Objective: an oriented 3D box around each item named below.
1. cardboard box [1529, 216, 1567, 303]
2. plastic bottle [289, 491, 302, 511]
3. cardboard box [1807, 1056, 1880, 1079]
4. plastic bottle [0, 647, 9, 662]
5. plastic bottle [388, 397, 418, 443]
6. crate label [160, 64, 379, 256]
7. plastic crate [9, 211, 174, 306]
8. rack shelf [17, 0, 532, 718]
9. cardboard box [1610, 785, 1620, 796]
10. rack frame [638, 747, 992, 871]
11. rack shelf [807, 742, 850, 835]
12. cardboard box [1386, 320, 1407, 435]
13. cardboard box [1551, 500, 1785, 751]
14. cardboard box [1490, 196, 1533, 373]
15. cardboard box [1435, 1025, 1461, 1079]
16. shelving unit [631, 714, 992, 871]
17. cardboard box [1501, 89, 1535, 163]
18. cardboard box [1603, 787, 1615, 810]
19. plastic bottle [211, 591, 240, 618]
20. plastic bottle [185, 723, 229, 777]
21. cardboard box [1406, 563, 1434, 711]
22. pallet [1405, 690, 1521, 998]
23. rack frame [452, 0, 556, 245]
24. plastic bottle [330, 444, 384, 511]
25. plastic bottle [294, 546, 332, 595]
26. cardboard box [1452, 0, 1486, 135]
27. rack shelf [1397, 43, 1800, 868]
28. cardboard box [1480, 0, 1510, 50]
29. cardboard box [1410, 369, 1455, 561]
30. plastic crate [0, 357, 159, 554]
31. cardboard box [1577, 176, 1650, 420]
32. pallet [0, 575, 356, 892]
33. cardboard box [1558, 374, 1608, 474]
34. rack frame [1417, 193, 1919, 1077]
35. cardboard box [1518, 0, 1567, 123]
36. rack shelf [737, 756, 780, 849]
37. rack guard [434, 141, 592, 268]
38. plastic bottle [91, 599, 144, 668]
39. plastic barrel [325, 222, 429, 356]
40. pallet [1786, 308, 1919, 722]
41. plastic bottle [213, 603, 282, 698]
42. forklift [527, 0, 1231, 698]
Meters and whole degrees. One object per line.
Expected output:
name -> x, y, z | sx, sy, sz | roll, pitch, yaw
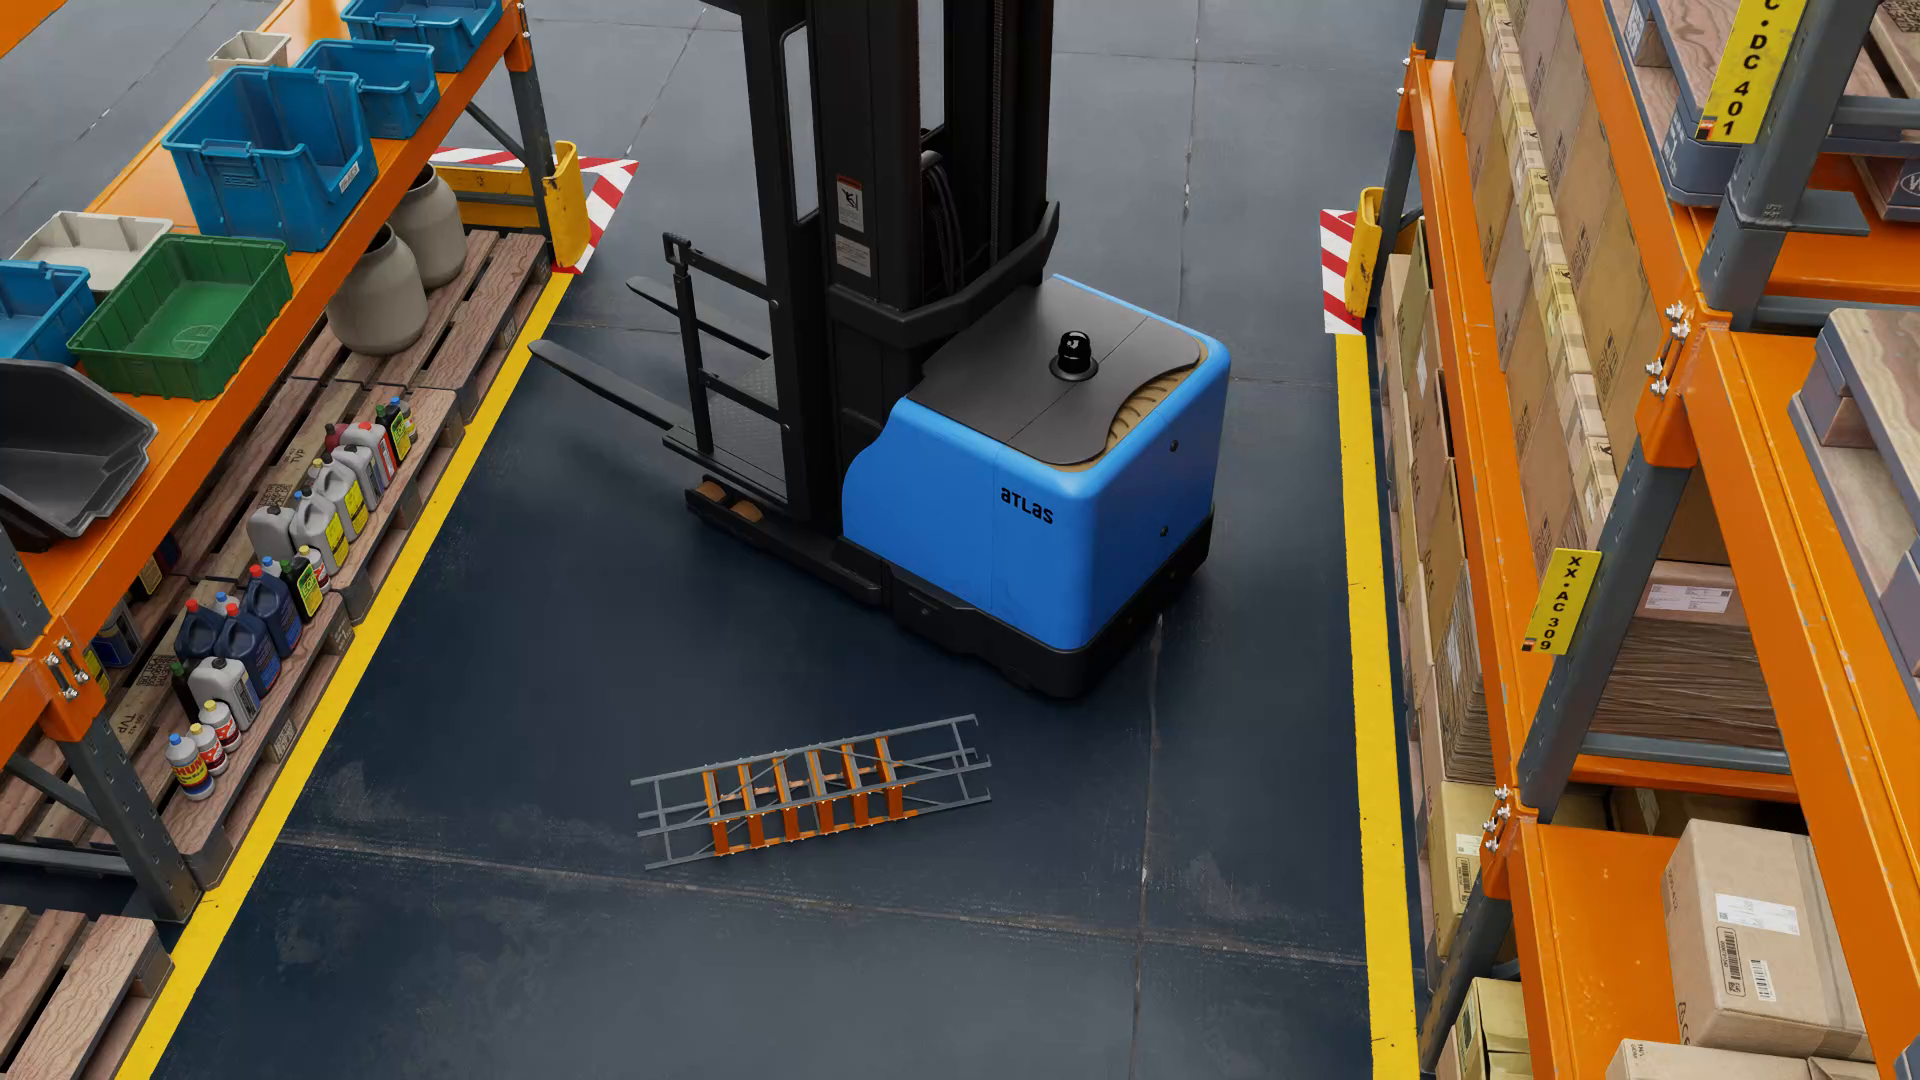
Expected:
cardboard box -> 1.890, -0.808, 4.878 | 0.380, 0.149, 0.250 | 6, 44, 7
plastic bottle -> -2.514, -0.102, 6.391 | 0.097, 0.201, 0.097 | 0, 43, 0
cardboard box -> 1.963, 1.198, 3.401 | 0.396, 0.266, 0.258 | 4, 44, 4
plastic bottle -> -3.212, 0.418, 5.734 | 0.144, 0.351, 0.185 | 4, 44, 4
plastic bottle -> -2.291, -0.497, 6.809 | 0.097, 0.201, 0.097 | 0, 43, 0
crate label -> -2.458, -1.379, 5.999 | 0.502, 0.435, 0.616 | 5, 44, 6
plastic crate -> -3.048, -0.953, 5.767 | 0.530, 0.136, 0.437 | 5, 44, 6
rack shelf -> -2.748, -1.021, 6.170 | 1.077, 0.370, 4.000 | 5, 44, 6
cardboard box -> 2.327, 0.478, 5.212 | 0.500, 0.500, 0.500 | 5, 44, 6
rack frame -> -0.501, 0.925, 5.764 | 1.200, 0.006, 0.240 | -10, 44, -10
rack shelf -> -0.458, 0.851, 5.708 | 0.103, 0.180, 0.258 | -10, 44, -10
cardboard box -> 2.072, -0.660, 6.960 | 0.500, 0.250, 0.500 | 5, 44, 6
cardboard box -> 1.950, 0.194, 4.290 | 0.700, 0.500, 0.500 | 4, 44, 4
cardboard box -> 2.150, -0.857, 5.400 | 0.700, 0.500, 0.500 | 6, 44, 7
cardboard box -> 1.599, 1.632, 4.539 | 0.500, 0.250, 0.500 | 4, 44, 5
shelving unit -> -0.501, 0.859, 5.701 | 1.200, 0.189, 0.258 | -10, 44, -10
cardboard box -> 1.993, -1.339, 5.438 | 0.380, 0.149, 0.250 | 5, 44, 5
cardboard box -> 2.330, 0.751, 5.470 | 0.500, 0.250, 0.500 | 5, 44, 6
plastic bottle -> -2.594, 0.290, 5.927 | 0.097, 0.271, 0.097 | 0, 43, 0
plastic bottle -> -2.522, 0.691, 5.554 | 0.097, 0.201, 0.097 | 0, 43, 0
cardboard box -> 1.870, 0.362, 5.881 | 0.500, 0.250, 0.500 | 5, 44, 6
pallet -> 2.044, 1.008, 5.532 | 1.003, 0.211, 1.213 | 5, 44, 6
rack frame -> -2.483, -2.645, 7.362 | 1.000, 3.000, 0.127 | 5, 44, 6
plastic bottle -> -2.370, -0.261, 6.505 | 0.152, 0.276, 0.135 | 4, 44, 4
plastic bottle -> -2.408, 0.105, 6.172 | 0.097, 0.201, 0.097 | 0, 43, 0
cardboard box -> 2.352, -1.912, 6.515 | 0.700, 0.500, 0.500 | 5, 44, 6
rack shelf -> 2.162, -0.568, 5.692 | 1.077, 0.370, 4.000 | 5, 44, 6
cardboard box -> 2.094, -1.866, 5.995 | 0.380, 0.149, 0.250 | 5, 44, 6
cardboard box -> 1.934, -0.252, 5.983 | 0.500, 0.500, 0.500 | 5, 44, 6
plastic crate -> -2.817, -0.242, 4.869 | 0.767, 0.338, 0.504 | 5, 44, 6
cardboard box -> 2.015, -0.621, 4.208 | 0.700, 0.500, 0.500 | 5, 44, 5
pallet -> -2.882, 0.639, 5.921 | 1.003, 0.211, 1.213 | 5, 44, 6
cardboard box -> 1.788, -0.290, 4.330 | 0.380, 0.149, 0.250 | 4, 44, 4
rack frame -> 1.897, 0.534, 4.005 | 1.000, 3.000, 0.127 | 5, 44, 6
cardboard box -> 2.215, -1.644, 5.289 | 0.700, 0.500, 0.500 | 5, 44, 6
rack shelf -> -0.691, 0.892, 5.667 | 0.103, 0.180, 0.258 | -10, 44, -10
rack guard -> -2.447, -1.682, 8.162 | 1.175, 0.500, 0.348 | 5, 44, 6
plastic bottle -> -3.037, 0.310, 5.901 | 0.152, 0.276, 0.135 | 5, 44, 6
plastic barrel -> -2.561, -1.097, 7.231 | 0.421, 0.512, 0.421 | 0, 43, 0
pallet -> 1.794, 0.116, 2.403 | 0.805, 0.209, 1.217 | 4, 44, 4
plastic bottle -> -2.494, 0.370, 5.784 | 0.144, 0.351, 0.185 | 6, 44, 7
forklift -> -0.499, -1.321, 6.013 | 3.031, 2.935, 1.130 | 27, 50, 26
